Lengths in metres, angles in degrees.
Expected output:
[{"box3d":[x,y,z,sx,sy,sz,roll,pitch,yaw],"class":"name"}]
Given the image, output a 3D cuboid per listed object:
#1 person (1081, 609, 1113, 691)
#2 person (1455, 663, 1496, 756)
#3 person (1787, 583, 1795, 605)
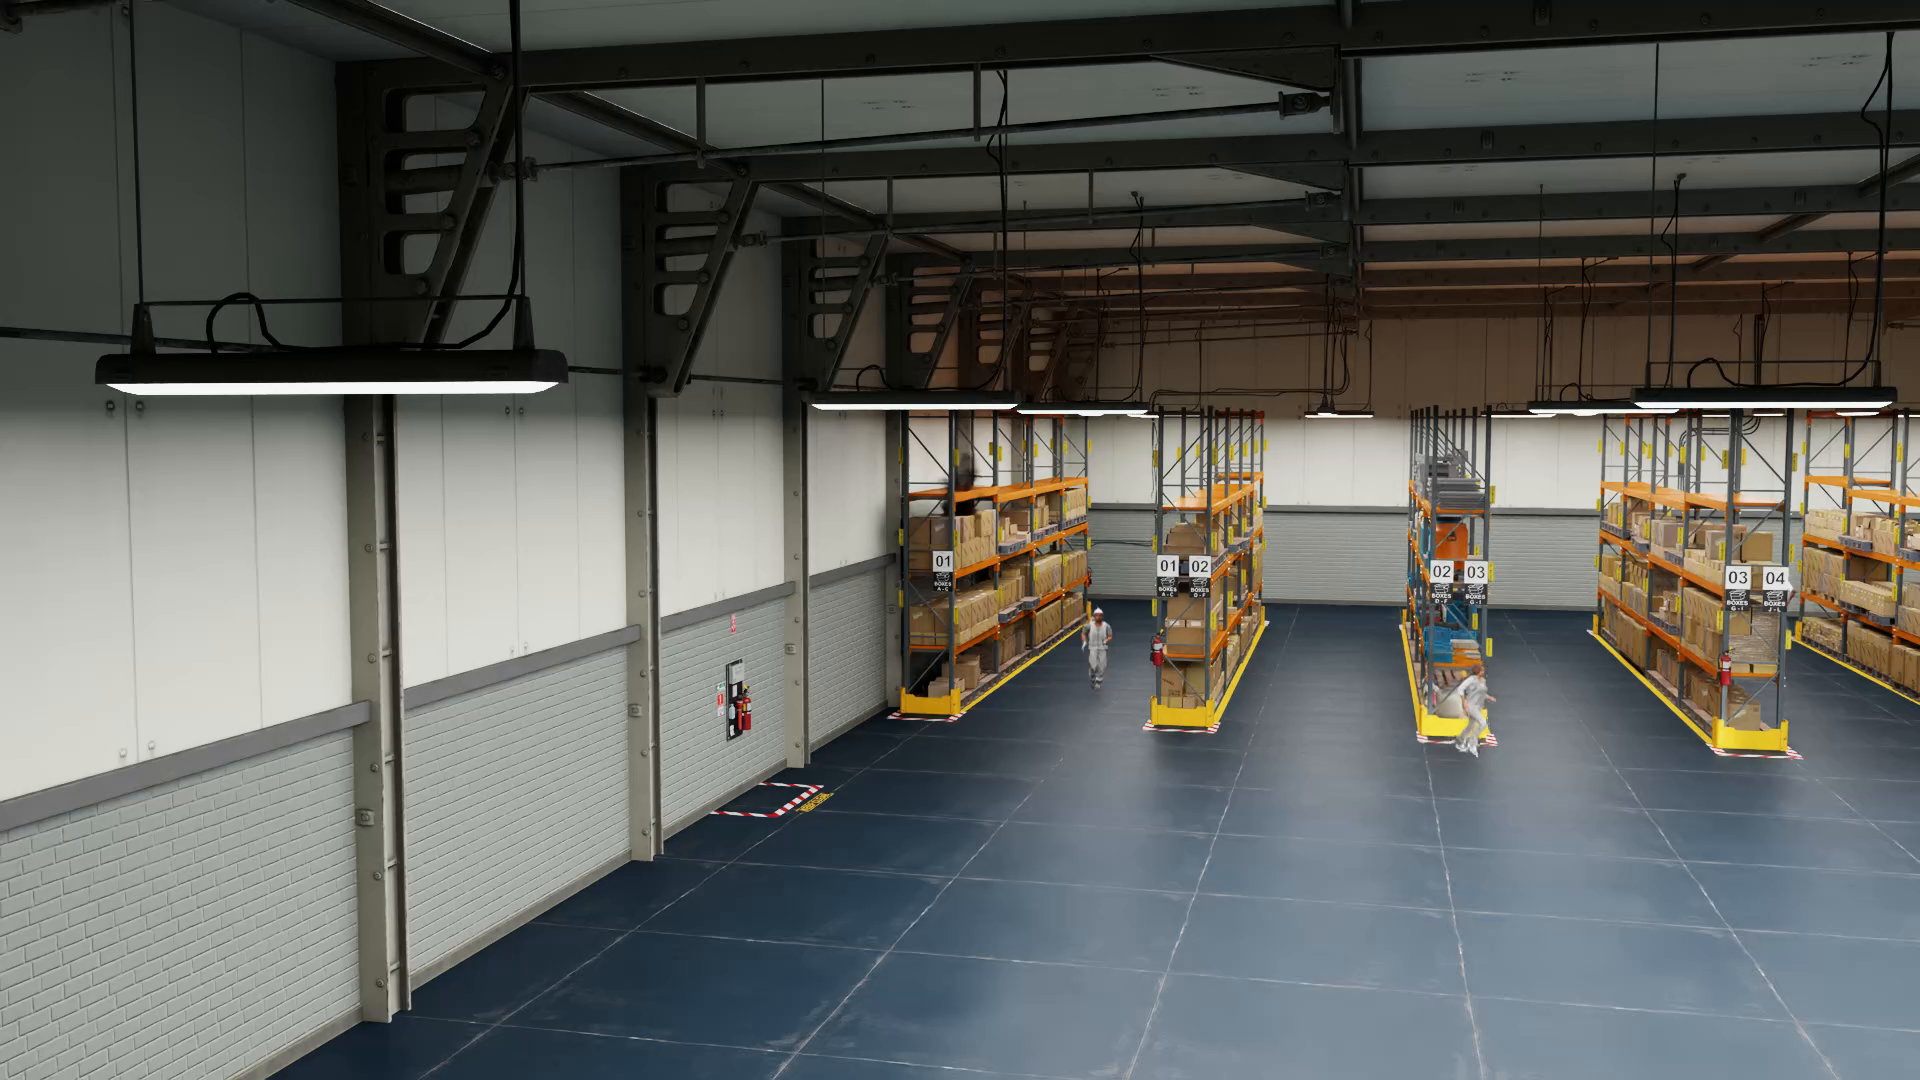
[{"box3d":[2.880,2.313,34.751,0.646,1.744,0.597,0,4,-1],"class":"person"},{"box3d":[8.818,2.896,28.500,0.471,1.590,0.742,-4,6,-45],"class":"person"},{"box3d":[21.658,1.689,44.152,0.836,1.778,0.746,-1,4,-14],"class":"person"}]
